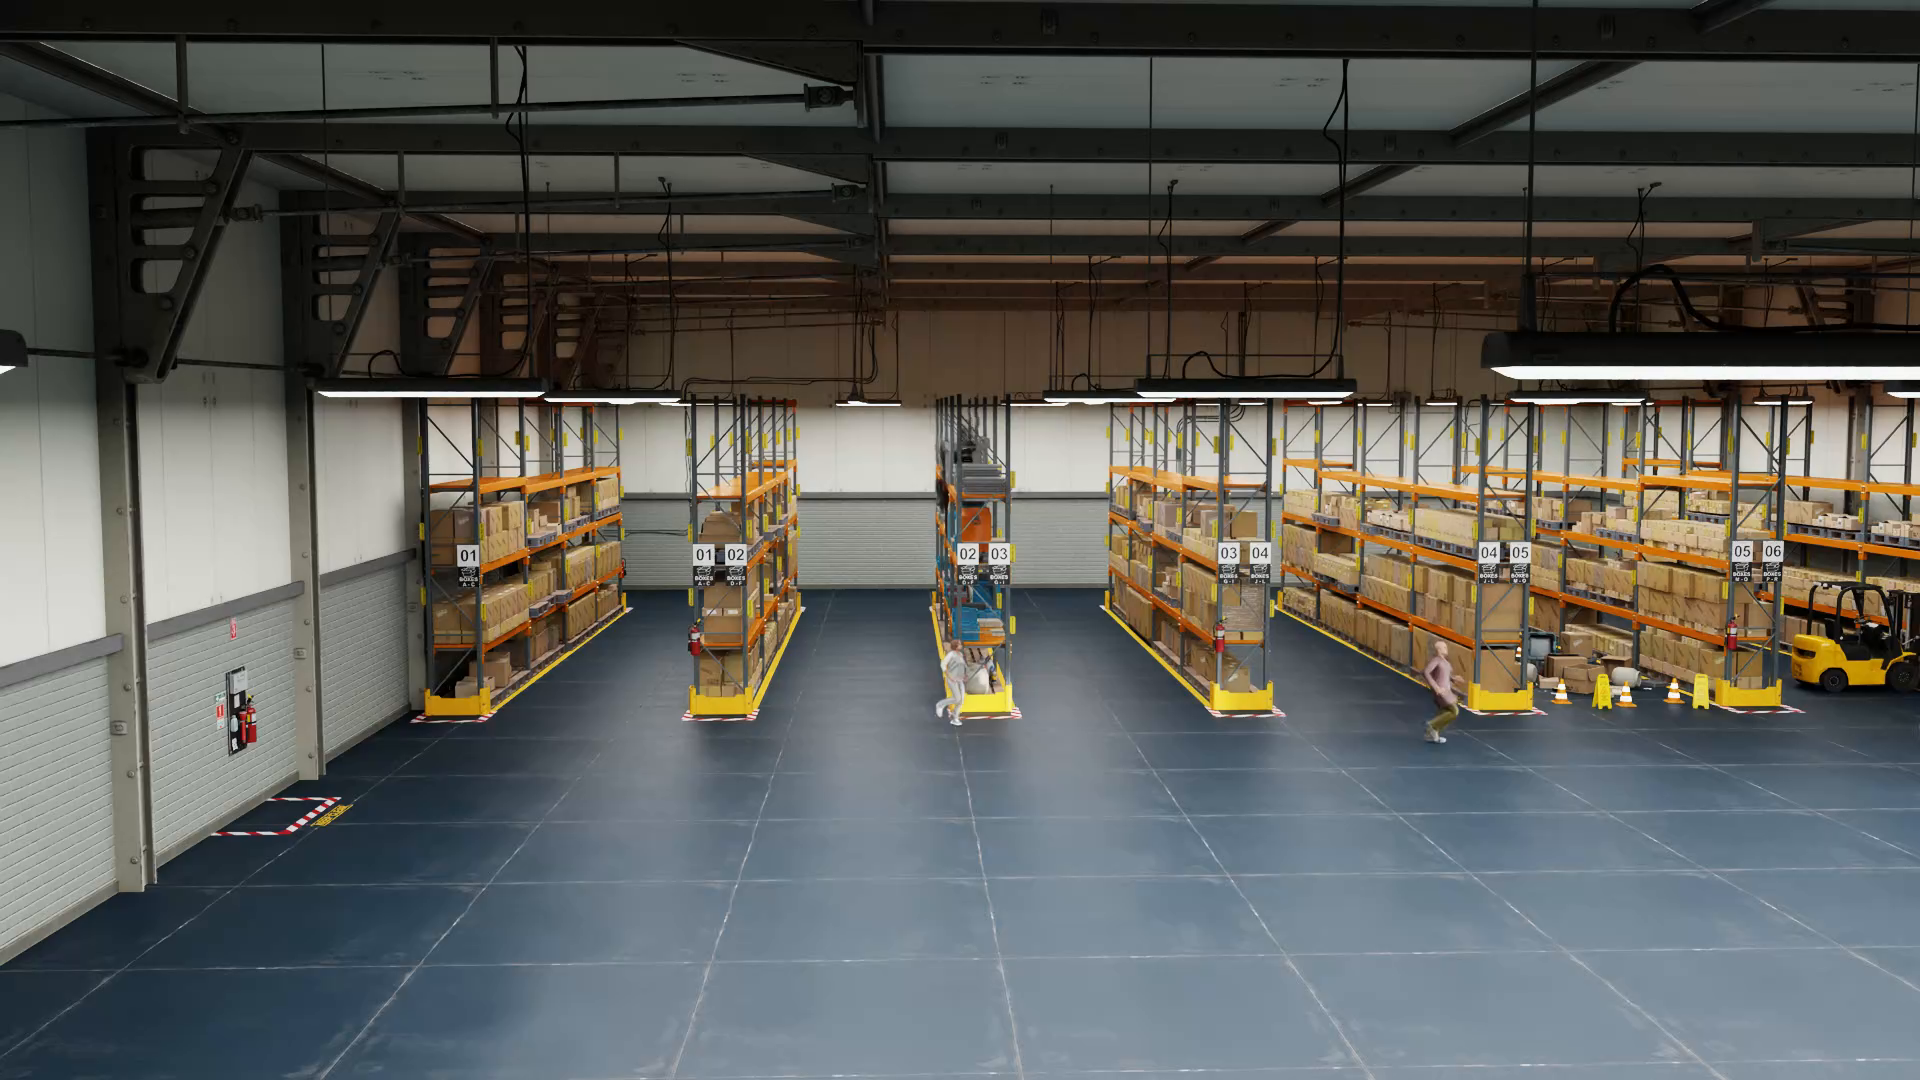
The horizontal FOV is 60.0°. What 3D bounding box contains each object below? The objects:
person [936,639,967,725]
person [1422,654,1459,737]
[{"bbox_3d":[-0.106,2.576,30.354,0.572,1.537,0.605,3,5,34],"label":"person"},{"bbox_3d":[8.253,2.676,28.448,0.581,1.469,0.691,2,5,26],"label":"person"}]
